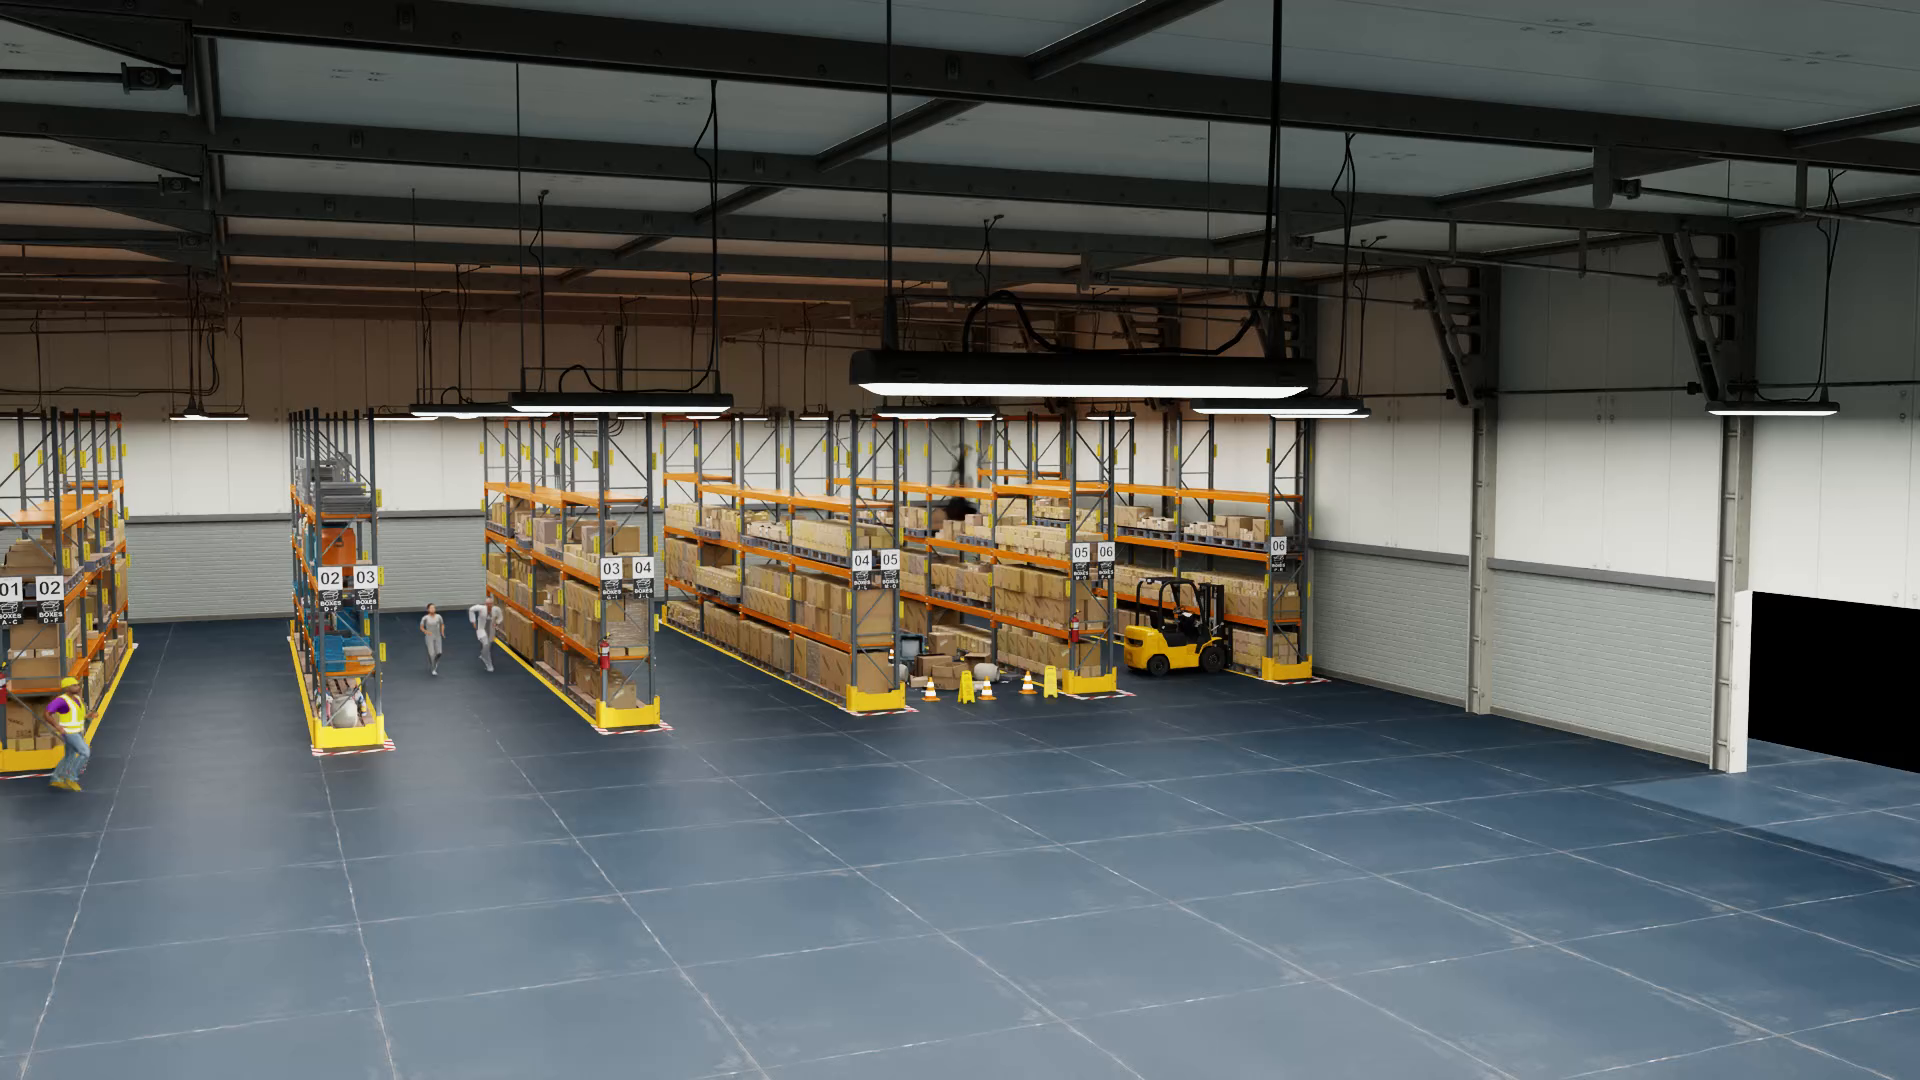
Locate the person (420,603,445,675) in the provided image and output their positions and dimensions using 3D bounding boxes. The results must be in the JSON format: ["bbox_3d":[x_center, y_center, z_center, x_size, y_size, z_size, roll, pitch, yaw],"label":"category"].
[{"bbox_3d":[-12.040,2.255,38.002,0.564,1.629,0.566,-2,5,-30],"label":"person"}]

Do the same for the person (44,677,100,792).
[{"bbox_3d":[-13.843,3.035,25.932,0.736,1.802,0.672,-1,4,-8],"label":"person"}]

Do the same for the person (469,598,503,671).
[{"bbox_3d":[-11.098,2.183,38.890,0.752,1.744,1.055,-2,4,-27],"label":"person"}]
